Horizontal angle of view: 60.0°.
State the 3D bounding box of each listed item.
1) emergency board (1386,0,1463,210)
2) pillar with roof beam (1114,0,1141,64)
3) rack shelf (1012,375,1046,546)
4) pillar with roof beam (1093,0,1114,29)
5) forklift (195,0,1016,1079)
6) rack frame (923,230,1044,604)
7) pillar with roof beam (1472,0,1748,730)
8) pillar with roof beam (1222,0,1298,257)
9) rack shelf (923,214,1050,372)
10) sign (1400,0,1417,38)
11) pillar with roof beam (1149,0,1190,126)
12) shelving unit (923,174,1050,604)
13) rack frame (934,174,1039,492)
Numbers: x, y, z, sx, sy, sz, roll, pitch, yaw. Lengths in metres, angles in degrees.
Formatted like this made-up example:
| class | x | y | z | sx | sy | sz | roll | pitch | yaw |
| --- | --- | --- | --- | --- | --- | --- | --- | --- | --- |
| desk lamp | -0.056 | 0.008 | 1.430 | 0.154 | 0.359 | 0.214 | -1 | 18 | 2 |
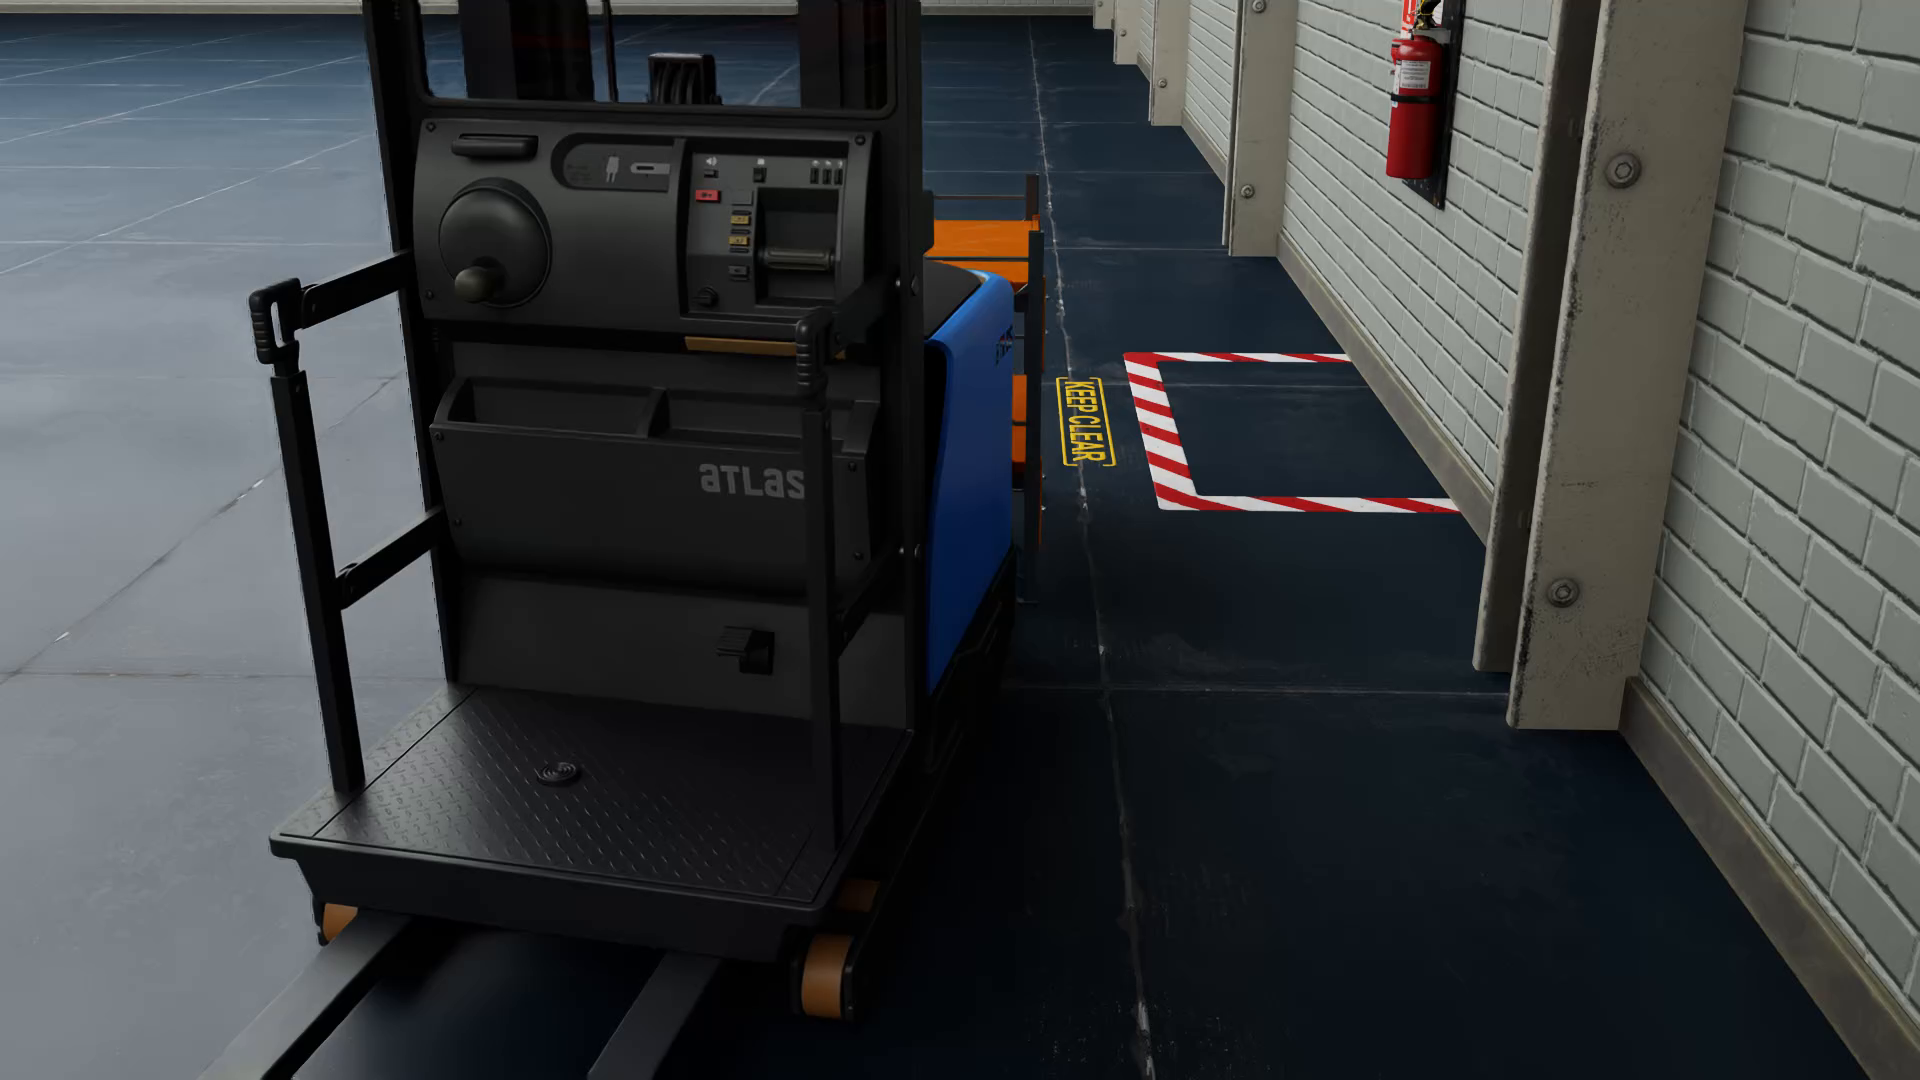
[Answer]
| class | x | y | z | sx | sy | sz | roll | pitch | yaw |
| --- | --- | --- | --- | --- | --- | --- | --- | --- | --- |
| emergency board | 1.692 | -1.877 | 6.219 | 0.194 | 1.169 | 0.643 | 1 | 21 | 2 |
| pillar with roof beam | -2.176 | -10.336 | 19.728 | 9.100 | 9.000 | 0.400 | 1 | 21 | 2 |
| rack shelf | 0.000 | -0.294 | 5.408 | 0.538 | 0.278 | 1.000 | 1 | 21 | 2 |
| pillar with roof beam | -1.994 | -12.506 | 25.319 | 9.100 | 9.000 | 0.400 | 1 | 21 | 2 |
| forklift | -0.666 | -0.601 | 3.025 | 1.130 | 2.935 | 3.031 | 5 | 22 | 12 |
| rack frame | -0.016 | -0.338 | 4.845 | 0.500 | 1.125 | 0.032 | 1 | 21 | 2 |
| pillar with roof beam | -2.724 | -3.828 | 2.955 | 9.100 | 9.000 | 0.400 | 1 | 21 | 2 |
| pillar with roof beam | -2.541 | -5.997 | 8.546 | 9.100 | 9.000 | 0.400 | 1 | 21 | 2 |
| rack shelf | 0.000 | -0.795 | 5.213 | 0.538 | 0.278 | 1.000 | 1 | 21 | 2 |
| sign | 1.812 | -2.092 | 6.725 | 0.001 | 0.329 | 0.234 | 1 | 21 | 2 |
| pillar with roof beam | -2.359 | -8.167 | 14.137 | 9.100 | 9.000 | 0.400 | 1 | 21 | 2 |
| shelving unit | 0.000 | -0.522 | 5.319 | 0.538 | 1.125 | 1.048 | 1 | 21 | 2 |
| rack frame | 0.015 | -0.706 | 5.793 | 0.500 | 1.125 | 0.032 | 1 | 21 | 2 |
